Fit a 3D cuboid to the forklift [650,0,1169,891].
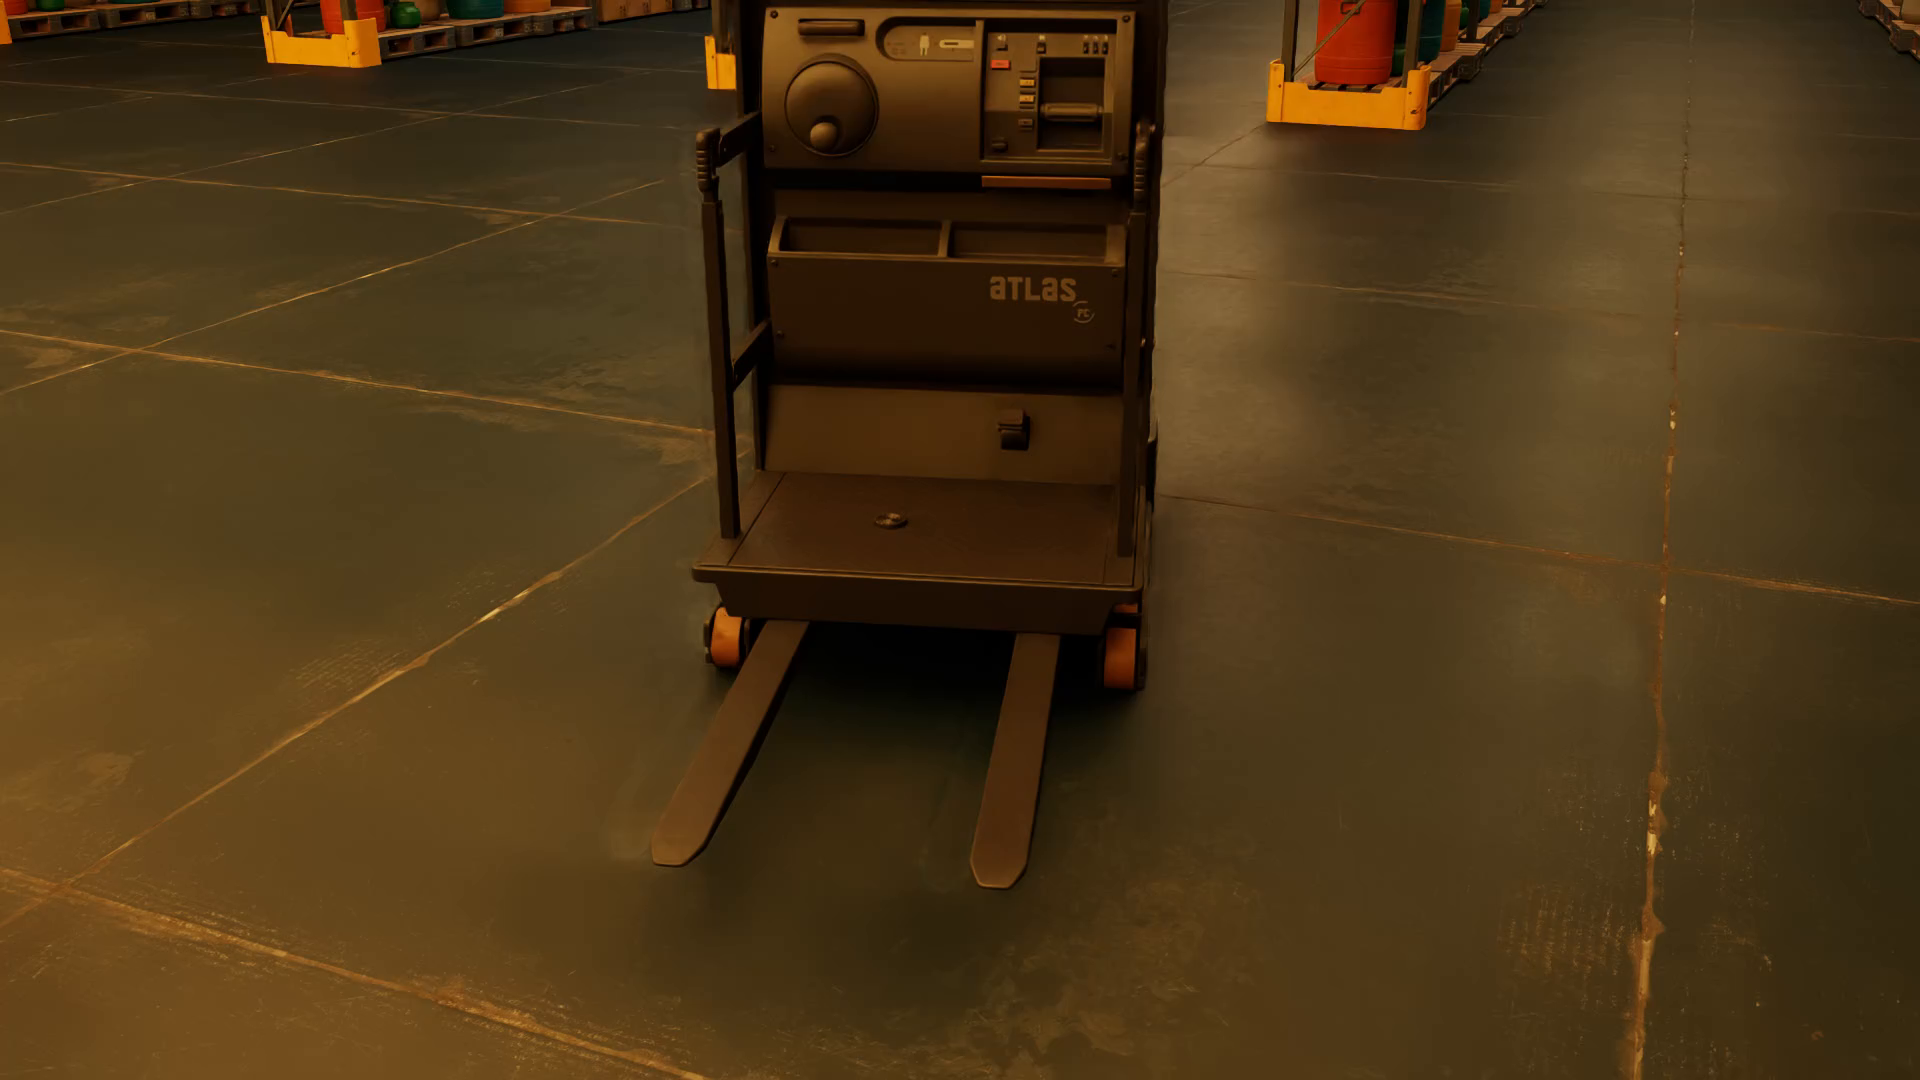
[{"bbox_3d":[-0.056,-1.112,3.952,1.130,2.935,3.031,3,23,6],"label":"forklift"}]
